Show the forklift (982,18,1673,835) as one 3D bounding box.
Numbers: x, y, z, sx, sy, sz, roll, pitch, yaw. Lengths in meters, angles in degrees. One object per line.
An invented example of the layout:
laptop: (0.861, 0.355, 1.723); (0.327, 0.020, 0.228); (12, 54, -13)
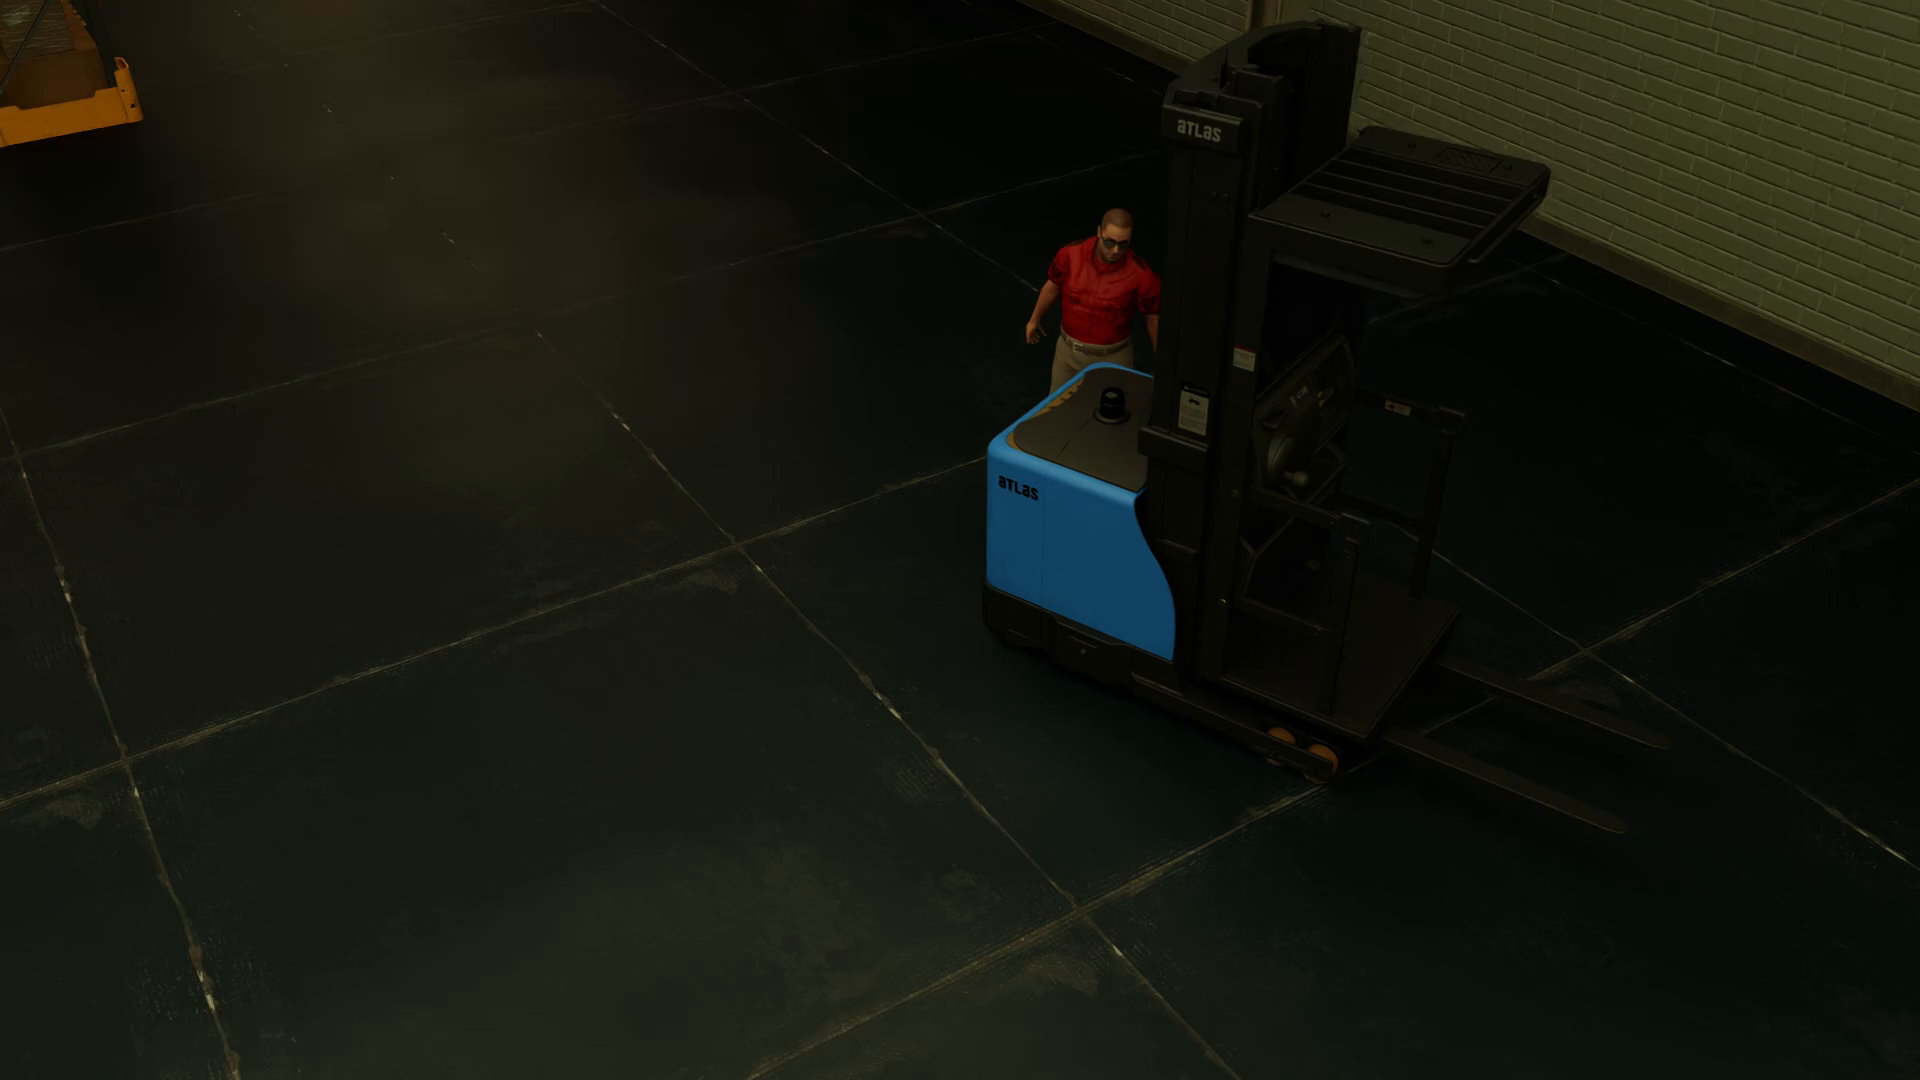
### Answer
forklift: (1.607, -0.497, 6.854); (3.031, 2.935, 1.130); (22, 41, 28)

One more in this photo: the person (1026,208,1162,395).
person: (0.730, -0.977, 8.677); (0.896, 1.712, 0.452); (18, 39, 24)
